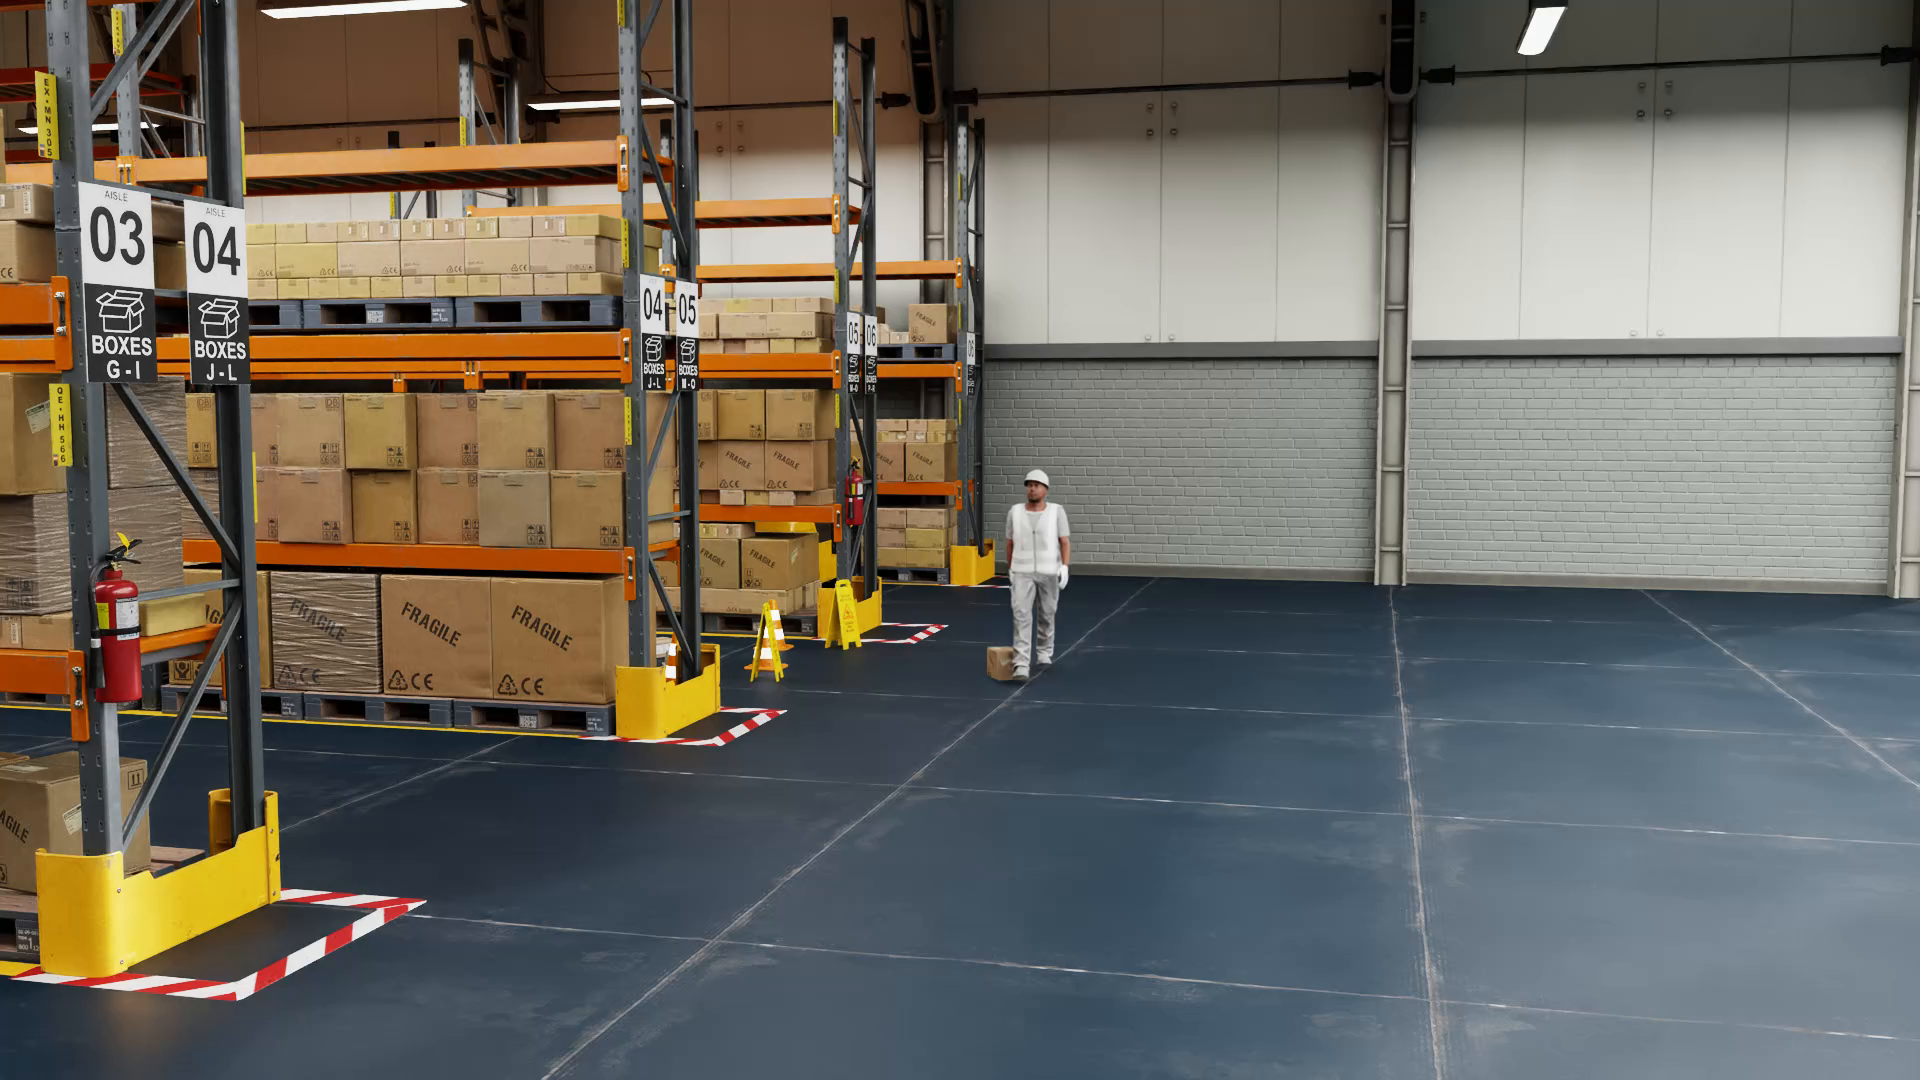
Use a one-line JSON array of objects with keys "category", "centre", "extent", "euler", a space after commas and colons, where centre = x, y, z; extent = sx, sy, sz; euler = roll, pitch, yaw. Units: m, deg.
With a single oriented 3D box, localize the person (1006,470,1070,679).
[{"category": "person", "centre": [0.652, 0.278, 14.001], "extent": [0.552, 1.734, 1.058], "euler": [0, 5, 4]}]
